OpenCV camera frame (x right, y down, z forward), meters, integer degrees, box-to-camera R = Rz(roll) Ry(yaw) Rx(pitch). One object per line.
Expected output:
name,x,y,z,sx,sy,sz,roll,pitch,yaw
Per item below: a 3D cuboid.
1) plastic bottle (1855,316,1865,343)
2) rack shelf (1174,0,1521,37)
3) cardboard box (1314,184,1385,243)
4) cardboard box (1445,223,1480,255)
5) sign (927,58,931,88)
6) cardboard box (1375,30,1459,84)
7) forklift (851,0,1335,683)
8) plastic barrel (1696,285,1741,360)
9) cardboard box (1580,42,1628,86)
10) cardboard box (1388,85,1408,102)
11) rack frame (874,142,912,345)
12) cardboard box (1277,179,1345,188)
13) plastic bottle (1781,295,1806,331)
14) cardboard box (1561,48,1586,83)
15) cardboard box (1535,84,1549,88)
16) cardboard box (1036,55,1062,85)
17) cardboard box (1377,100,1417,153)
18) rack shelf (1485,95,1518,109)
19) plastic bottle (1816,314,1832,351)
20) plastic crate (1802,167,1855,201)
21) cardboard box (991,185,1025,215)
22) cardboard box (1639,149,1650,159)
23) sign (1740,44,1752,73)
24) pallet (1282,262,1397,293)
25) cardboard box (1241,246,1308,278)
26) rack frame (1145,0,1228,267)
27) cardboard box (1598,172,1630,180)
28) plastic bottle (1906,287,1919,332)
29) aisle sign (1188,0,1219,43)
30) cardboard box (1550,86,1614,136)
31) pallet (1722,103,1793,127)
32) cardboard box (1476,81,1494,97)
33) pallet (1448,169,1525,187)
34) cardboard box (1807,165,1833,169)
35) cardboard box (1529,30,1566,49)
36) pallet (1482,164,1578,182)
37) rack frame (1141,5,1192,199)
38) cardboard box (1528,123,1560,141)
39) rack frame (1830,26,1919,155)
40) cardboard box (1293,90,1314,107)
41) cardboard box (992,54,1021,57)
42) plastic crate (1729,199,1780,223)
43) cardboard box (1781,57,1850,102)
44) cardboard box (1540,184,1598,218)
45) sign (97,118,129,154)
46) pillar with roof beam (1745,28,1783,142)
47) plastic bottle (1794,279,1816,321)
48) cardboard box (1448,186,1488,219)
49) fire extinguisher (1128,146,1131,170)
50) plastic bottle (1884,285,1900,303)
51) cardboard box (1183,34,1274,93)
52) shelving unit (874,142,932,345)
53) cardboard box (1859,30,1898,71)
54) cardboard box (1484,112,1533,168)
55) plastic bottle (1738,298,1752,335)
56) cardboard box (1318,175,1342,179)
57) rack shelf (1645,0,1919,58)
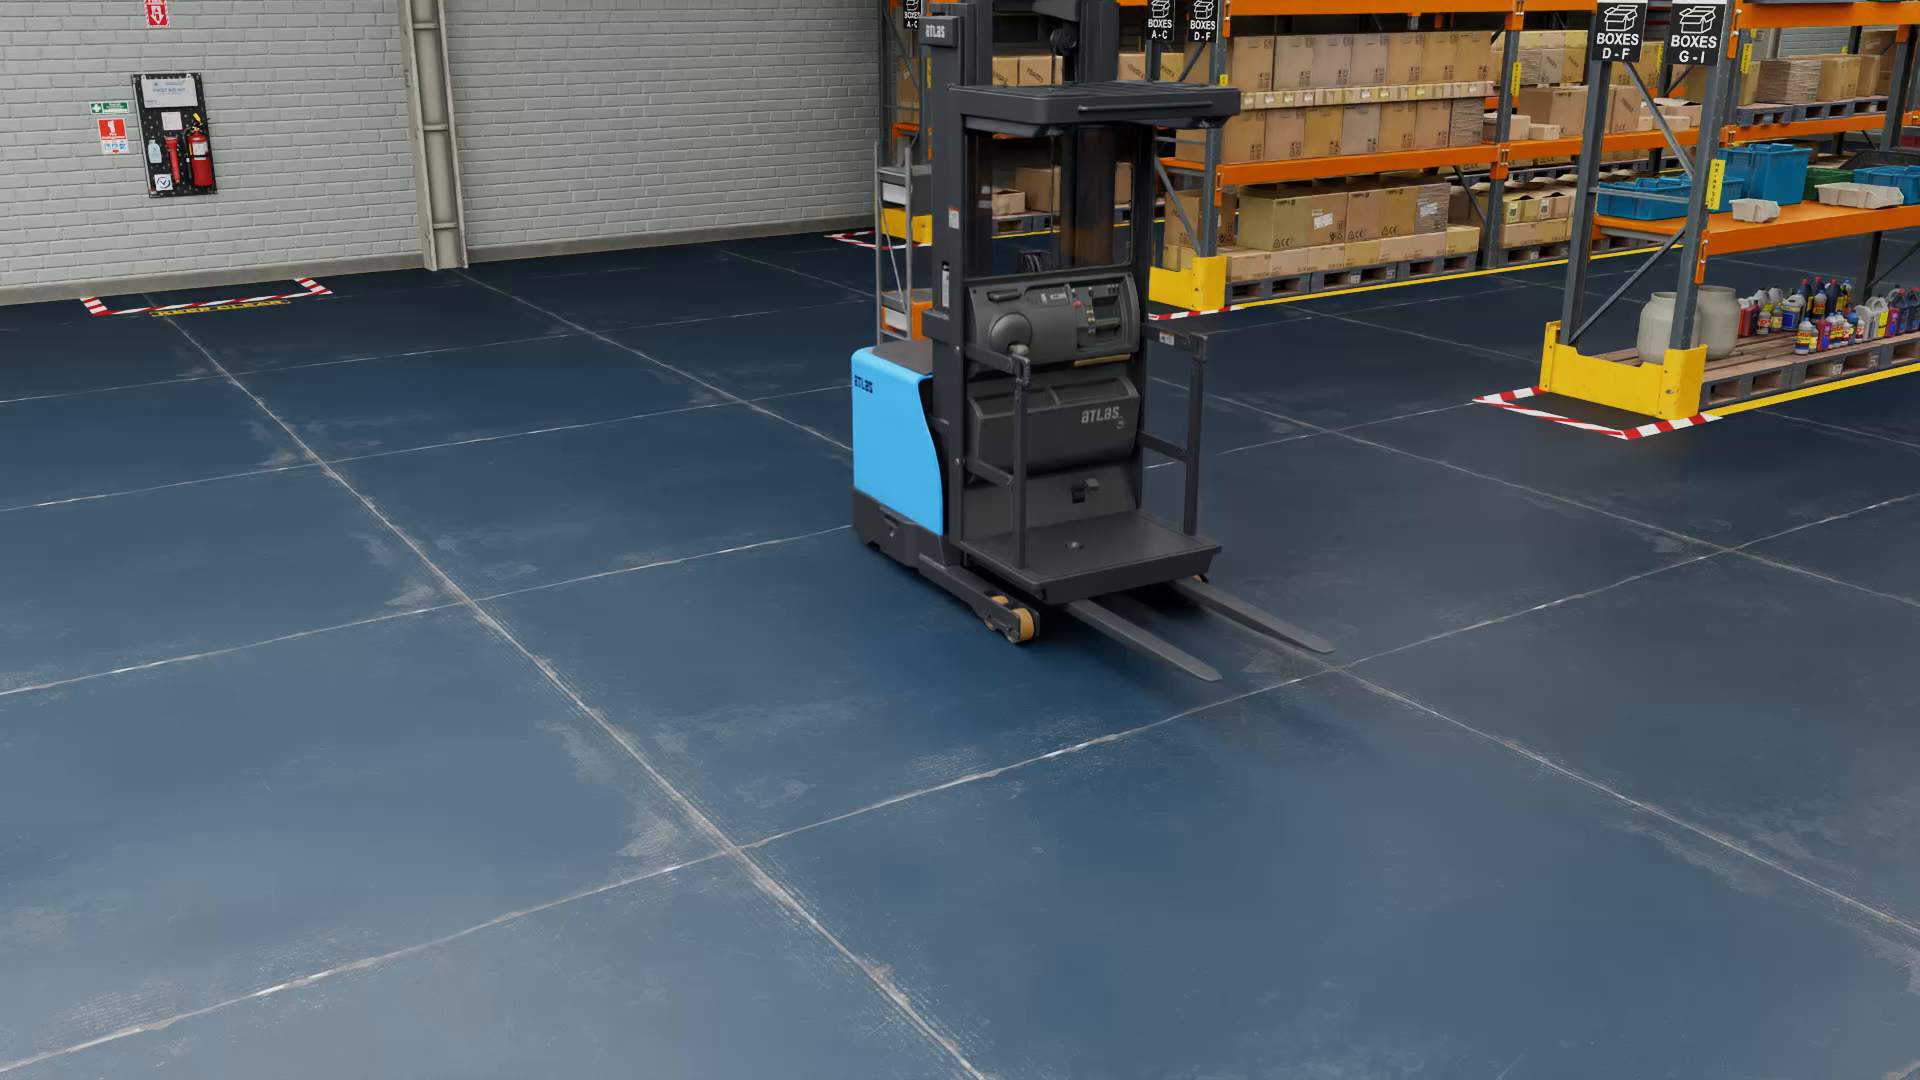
plastic bottle,7.112,-1.670,13.183,0.097,0.201,0.097,0,19,0
rack shelf,3.752,-5.177,16.315,4.000,0.370,1.077,-12,22,-31
cardboard box,3.906,-3.295,16.774,0.500,0.500,0.500,-12,22,-31
cardboard box,5.155,-3.206,17.681,0.500,0.250,0.500,-12,22,-31
sign,-0.348,-5.334,18.988,0.005,0.325,0.100,-12,22,-31
cardboard box,4.633,-4.942,16.998,0.500,0.500,0.700,-12,22,-32
forklift,0.570,-1.070,7.832,1.130,2.935,3.031,-10,21,-28
plastic barrel,5.729,-1.664,12.713,0.421,0.512,0.421,0,19,0
cardboard box,9.838,-7.416,26.030,0.700,0.700,0.980,-12,22,-31
cardboard box,4.251,-4.476,16.631,0.250,0.149,0.380,-11,22,-30
rack frame,-0.369,-1.154,9.379,0.015,2.100,0.400,-10,21,-28
cardboard box,3.611,-3.438,17.198,0.500,0.500,0.500,-12,22,-31
plastic bottle,6.830,-1.868,13.651,0.135,0.276,0.152,-12,22,-31
cardboard box,9.129,-7.232,25.301,0.500,0.500,0.500,-12,22,-32
cardboard box,8.622,-6.792,25.011,0.250,0.149,0.380,-12,22,-31
cardboard box,1.195,-5.634,20.260,0.500,0.500,0.500,-11,22,-30
cardboard box,4.197,-4.235,16.932,0.500,0.500,0.700,-12,22,-31
rack shelf,7.705,-6.490,24.881,4.000,0.370,1.077,-12,22,-31
plastic bottle,6.687,-1.612,12.884,0.133,0.283,0.061,-11,22,-31
plastic crate,6.854,-2.860,13.351,0.662,0.188,0.450,-12,22,-31
cardboard box,0.457,-4.202,20.502,0.500,0.311,0.500,-10,21,-27
cardboard box,10.908,-6.479,26.974,0.500,0.500,0.700,-11,22,-30
sign,9.071,-5.555,19.184,0.005,0.325,0.100,-12,22,-31
pallet,3.715,-2.783,17.148,1.213,0.211,1.003,-12,22,-31
cardboard box,3.067,-2.765,16.378,0.500,0.250,0.500,-12,22,-31
rack frame,2.081,-3.745,15.638,0.127,3.000,1.000,-12,22,-31
cardboard box,7.730,-4.208,19.769,0.500,0.311,0.500,-13,22,-33
plastic bottle,7.764,-1.887,13.592,0.185,0.351,0.144,-13,22,-33
aisle sign,2.195,-4.883,14.945,0.004,0.787,0.394,-12,22,-31
cardboard box,6.931,-4.809,18.629,0.500,0.500,0.500,-12,22,-31
pallet,9.290,-5.201,20.246,1.003,0.211,1.213,-12,22,-31
cardboard box,5.313,-4.699,17.291,0.250,0.149,0.380,-12,22,-31
pallet,7.753,-5.490,25.153,1.213,0.211,1.003,-12,22,-31
cardboard box,10.589,-4.456,20.958,0.500,0.500,0.500,-13,23,-33
cardboard box,8.694,-7.498,24.916,0.500,0.250,0.500,-11,22,-30
pallet,8.773,-5.706,25.793,1.213,0.211,1.003,-12,22,-31
rack frame,2.694,-5.774,21.640,0.127,3.000,1.000,-12,22,-31
cardboard box,6.274,-4.432,18.063,0.250,0.149,0.380,-12,22,-31
rack frame,12.103,-5.859,21.891,0.127,3.000,1.000,-12,22,-31
cardboard box,3.167,-4.246,15.951,0.250,0.149,0.380,-12,22,-32
cardboard box,0.486,-5.681,20.397,0.500,0.500,0.500,-13,22,-33
plastic crate,5.727,-2.366,11.971,0.250,0.136,0.298,-12,22,-31
cardboard box,10.662,-5.777,20.838,0.700,0.500,0.500,16,24,39
cardboard box,6.757,-3.796,18.551,0.500,0.311,0.500,-13,22,-33
sign,-8.152,-3.889,16.009,0.234,0.329,0.001,-12,22,-31
pillar with roof beam,16.863,-10.285,25.616,0.400,9.000,9.100,-12,22,-31
plastic bottle,7.083,-2.013,13.965,0.185,0.351,0.144,-13,23,-34
cardboard box,5.602,-3.760,18.444,0.500,0.311,0.500,-12,22,-31
fire extinguisher,1.727,-3.812,15.957,0.183,0.674,0.296,-12,22,-31
plastic bottle,7.684,-1.925,13.706,0.185,0.351,0.144,-12,22,-31
cardboard box,2.522,-4.495,15.675,0.500,0.500,0.700,-12,22,-31
shelving unit,-0.157,-1.193,9.494,0.503,2.100,0.431,-10,21,-28
cardboard box,12.383,-6.538,22.183,0.500,0.500,0.500,-12,22,-31
cardboard box,8.164,-6.057,25.178,0.750,0.750,0.750,-11,22,-30
plastic bottle,6.321,-1.815,13.497,0.135,0.276,0.152,-12,22,-31
cardboard box,4.968,-5.302,23.461,0.500,0.500,0.700,-12,22,-31
rack shelf,6.473,-3.852,12.394,4.000,0.370,1.077,-12,22,-31
